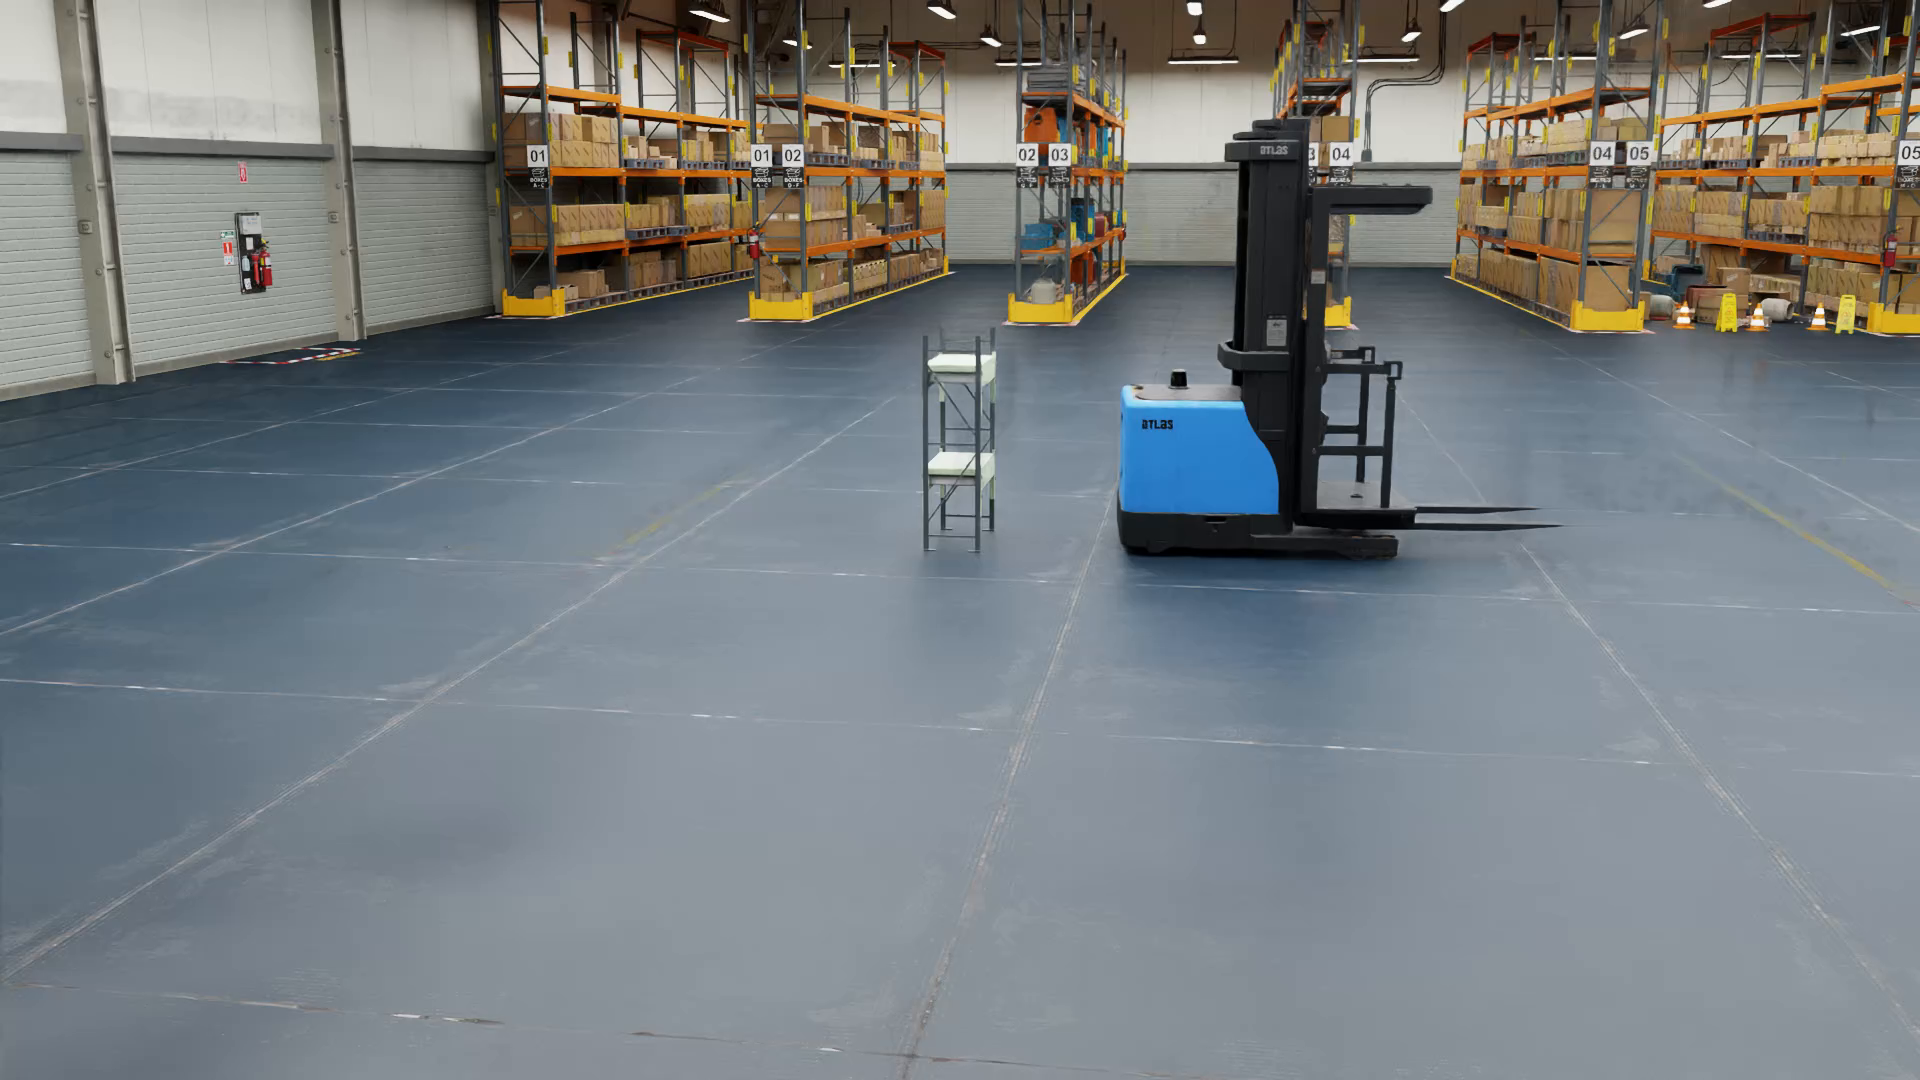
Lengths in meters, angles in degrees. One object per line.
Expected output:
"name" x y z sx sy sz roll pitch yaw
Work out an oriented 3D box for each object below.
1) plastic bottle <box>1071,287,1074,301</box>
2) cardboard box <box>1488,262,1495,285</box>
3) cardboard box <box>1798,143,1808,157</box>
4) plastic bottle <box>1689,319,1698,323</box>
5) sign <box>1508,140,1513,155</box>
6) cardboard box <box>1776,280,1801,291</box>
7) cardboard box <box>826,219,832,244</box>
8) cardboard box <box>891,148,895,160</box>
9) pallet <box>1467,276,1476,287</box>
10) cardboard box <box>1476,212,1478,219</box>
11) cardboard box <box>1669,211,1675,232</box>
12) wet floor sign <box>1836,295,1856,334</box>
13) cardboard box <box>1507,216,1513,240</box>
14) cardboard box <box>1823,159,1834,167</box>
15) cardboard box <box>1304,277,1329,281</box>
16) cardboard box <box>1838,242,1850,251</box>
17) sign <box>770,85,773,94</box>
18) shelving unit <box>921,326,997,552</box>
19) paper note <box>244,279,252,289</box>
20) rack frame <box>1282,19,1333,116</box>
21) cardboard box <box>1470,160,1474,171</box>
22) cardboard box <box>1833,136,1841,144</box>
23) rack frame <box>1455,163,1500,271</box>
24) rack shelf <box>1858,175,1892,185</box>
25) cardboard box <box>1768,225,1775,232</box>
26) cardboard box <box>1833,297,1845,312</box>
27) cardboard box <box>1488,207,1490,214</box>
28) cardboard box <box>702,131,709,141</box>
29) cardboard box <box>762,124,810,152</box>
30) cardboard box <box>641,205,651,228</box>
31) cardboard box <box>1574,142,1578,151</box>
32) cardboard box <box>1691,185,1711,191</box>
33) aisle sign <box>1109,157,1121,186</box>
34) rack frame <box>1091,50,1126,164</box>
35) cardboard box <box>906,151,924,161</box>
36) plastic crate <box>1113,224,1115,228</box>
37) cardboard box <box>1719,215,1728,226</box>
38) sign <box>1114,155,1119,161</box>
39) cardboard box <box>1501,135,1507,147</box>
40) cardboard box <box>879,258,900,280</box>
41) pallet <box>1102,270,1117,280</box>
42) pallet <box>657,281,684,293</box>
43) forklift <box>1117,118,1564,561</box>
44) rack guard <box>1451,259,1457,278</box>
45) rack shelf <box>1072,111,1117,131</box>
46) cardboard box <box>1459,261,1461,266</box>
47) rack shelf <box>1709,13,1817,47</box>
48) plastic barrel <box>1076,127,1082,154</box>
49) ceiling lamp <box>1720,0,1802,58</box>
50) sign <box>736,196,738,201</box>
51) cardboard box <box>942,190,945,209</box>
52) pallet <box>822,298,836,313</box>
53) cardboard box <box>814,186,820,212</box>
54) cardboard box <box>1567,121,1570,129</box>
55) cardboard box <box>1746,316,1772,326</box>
"plastic bottle" 2.205 -4.877 32.934 0.097 0.271 0.097 0 12 0
"cardboard box" 12.521 -6.164 38.413 0.500 0.500 0.500 1 12 6
"cardboard box" 16.850 -7.675 32.724 0.500 0.250 0.500 2 12 9
"plastic bottle" 13.420 -4.037 30.579 0.133 0.061 0.283 -2 12 -11
"sign" 11.993 -8.554 36.218 0.100 0.325 0.005 2 12 9
"cardboard box" 17.006 -5.025 33.429 0.950 0.372 0.625 3 12 12
"cardboard box" -2.977 -6.230 33.543 0.700 0.500 0.500 2 12 9
"cardboard box" -2.032 -9.034 39.434 0.910 0.500 0.500 2 12 9
"pallet" 13.213 -6.427 41.316 1.003 0.211 1.213 2 12 9
"cardboard box" 12.629 -7.810 40.008 0.380 0.149 0.250 2 12 10
"cardboard box" 18.102 -7.985 41.687 0.500 0.500 0.500 2 12 11
"wet floor sign" 15.119 -3.856 28.356 0.267 0.644 0.232 7 14 28
"cardboard box" 12.193 -6.781 36.101 0.500 0.500 0.500 2 12 9
"cardboard box" 16.432 -7.079 31.197 0.380 0.149 0.250 2 12 9
"cardboard box" 6.829 -4.816 32.157 0.500 0.500 0.500 1 12 4
"cardboard box" 16.238 -5.348 30.283 0.380 0.149 0.250 2 12 8
"sign" -5.275 -12.553 46.476 0.100 0.325 0.005 2 12 9
"shelving unit" -0.001 -0.732 11.829 0.431 1.500 0.755 2 12 9
"paper note" -10.453 -3.761 24.416 0.016 0.148 0.142 2 12 9
"rack frame" 7.644 -9.931 36.716 1.000 3.000 0.127 2 12 9
"cardboard box" 13.196 -9.466 42.032 0.500 0.250 0.500 2 12 8
"cardboard box" 16.322 -7.360 30.607 0.380 0.149 0.250 2 12 8
"rack frame" 13.760 -8.482 44.232 1.000 3.000 0.127 2 12 9
"rack shelf" 23.264 -8.881 40.671 1.077 0.370 4.000 2 12 9
"cardboard box" 17.015 -6.476 34.522 0.380 0.149 0.250 3 12 12
"cardboard box" 16.226 -4.267 30.203 0.500 0.250 0.500 1 12 7
"cardboard box" 12.353 -7.576 38.215 0.380 0.149 0.250 2 12 11
"cardboard box" -6.689 -10.231 42.164 0.500 0.250 0.500 3 12 13
"cardboard box" -3.282 -7.565 31.282 0.797 0.503 0.637 3 12 13
"cardboard box" -7.379 -7.270 37.328 0.700 0.500 0.500 4 13 16
"cardboard box" 11.133 -6.988 29.541 0.380 0.149 0.250 2 12 9
"cardboard box" 17.784 -8.439 39.883 0.380 0.149 0.250 2 12 7
"aisle sign" 4.281 -10.101 45.572 0.394 0.787 0.004 2 12 9
"rack frame" 3.980 -11.757 45.188 1.000 3.000 0.127 2 12 9
"cardboard box" -1.209 -9.884 42.784 0.500 0.250 0.500 2 12 9
"plastic crate" 3.918 -8.336 43.809 0.416 0.233 0.300 2 12 9
"cardboard box" 17.393 -7.172 37.321 0.500 0.250 0.500 2 12 7
"sign" 3.908 -9.444 41.555 0.100 0.325 0.005 2 12 9
"cardboard box" 12.512 -9.067 37.773 0.396 0.266 0.258 2 12 9
"cardboard box" -1.717 -6.508 39.961 0.500 0.500 0.500 1 12 7
"pallet" 3.625 -7.038 44.148 1.003 0.211 1.213 2 12 9
"pallet" -7.161 -5.954 39.121 1.003 0.211 1.213 2 12 9
"forklift" 2.653 -1.407 11.565 3.031 2.935 1.130 1 12 4
"rack guard" 13.748 -7.244 44.422 1.175 0.500 0.348 2 12 9
"rack shelf" 3.057 -9.961 39.511 1.077 0.370 4.000 2 12 9
"cardboard box" 13.327 -7.283 43.733 0.380 0.149 0.250 2 12 8
"rack shelf" 17.743 -11.300 36.884 1.077 0.370 4.000 2 12 9
"plastic barrel" 2.409 -8.707 36.963 0.600 0.901 0.600 0 12 0
"ceiling lamp" 21.683 -14.602 44.535 2.000 3.185 0.800 2 12 9
"sign" -6.357 -9.627 47.299 0.100 0.325 0.005 2 12 9
"cardboard box" -0.710 -9.422 45.981 0.500 0.500 0.500 2 12 8
"pallet" -3.108 -4.706 33.327 1.003 0.211 1.213 2 12 9
"cardboard box" -3.130 -6.661 32.462 0.700 0.500 0.500 2 12 9
"cardboard box" 11.250 -7.538 30.199 0.380 0.149 0.250 2 12 9
"cardboard box" 14.411 -3.957 30.000 0.380 0.149 0.250 10 15 38
